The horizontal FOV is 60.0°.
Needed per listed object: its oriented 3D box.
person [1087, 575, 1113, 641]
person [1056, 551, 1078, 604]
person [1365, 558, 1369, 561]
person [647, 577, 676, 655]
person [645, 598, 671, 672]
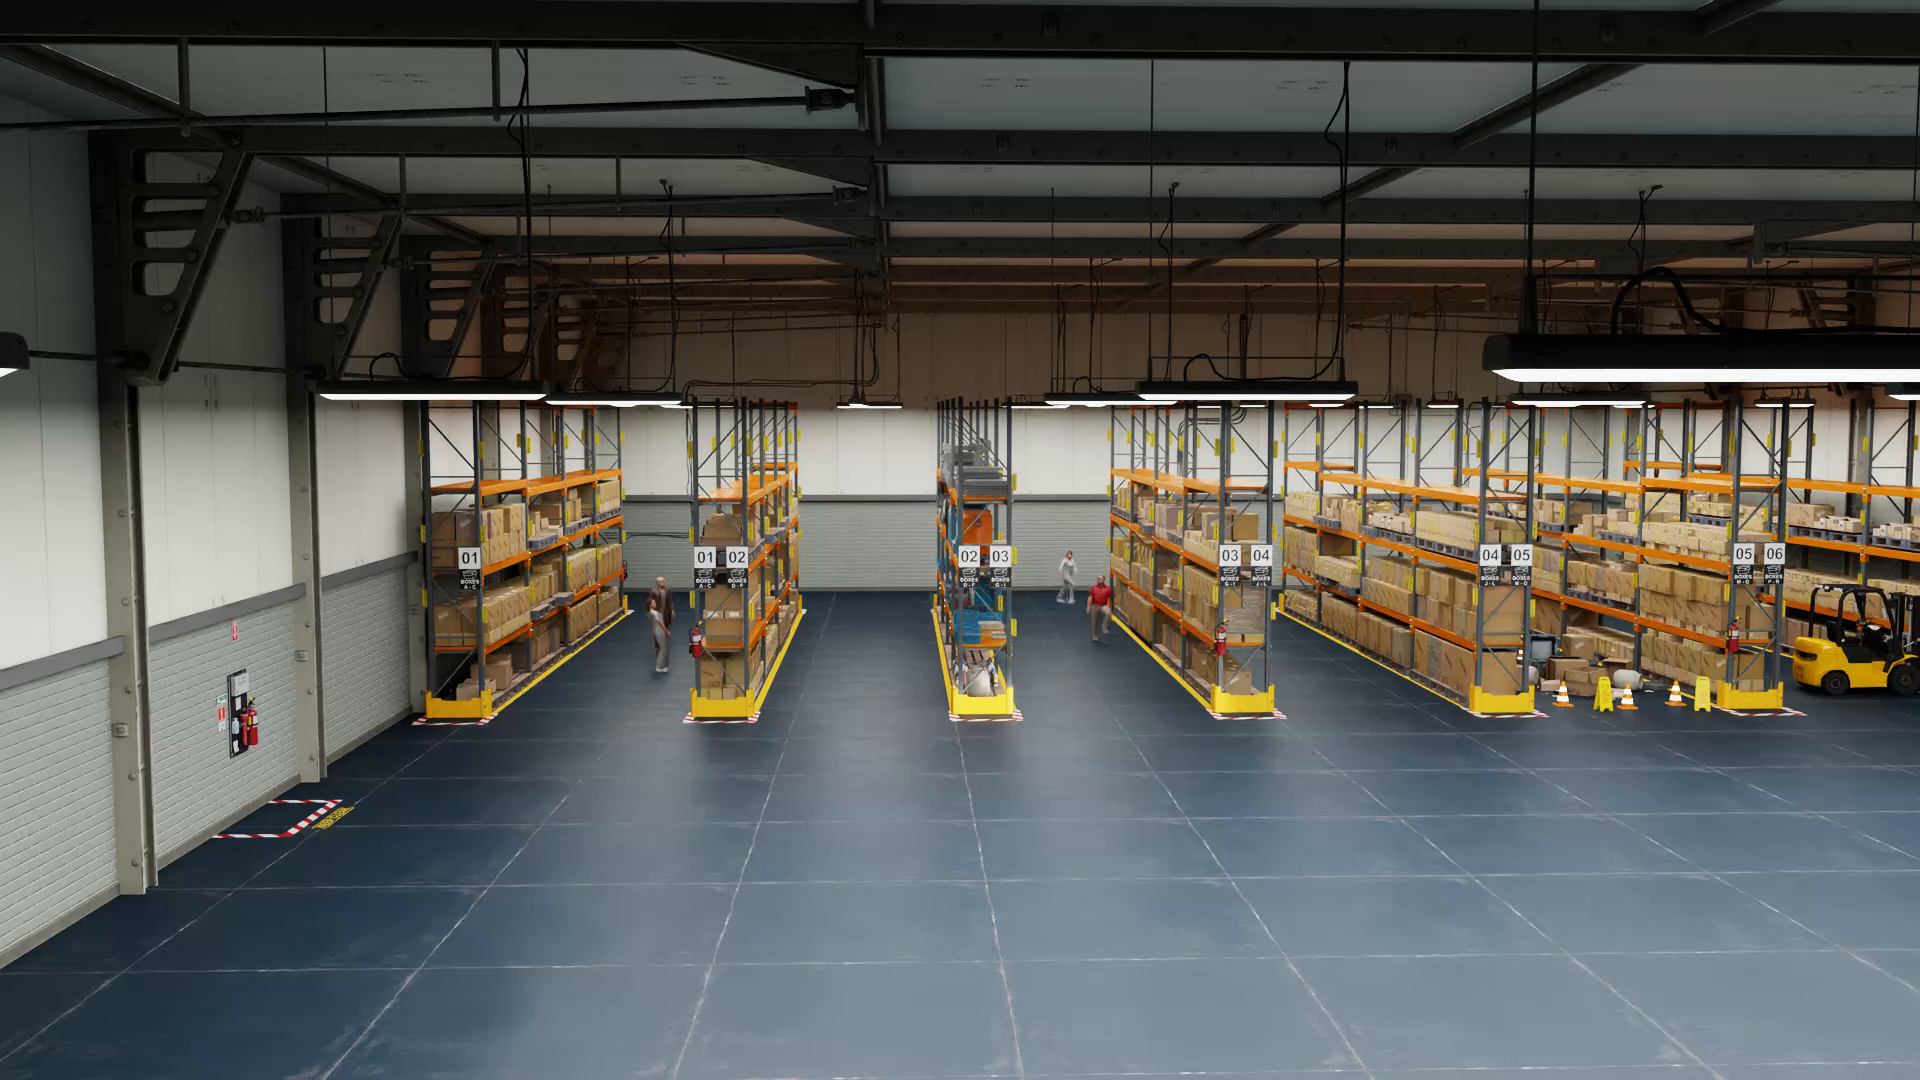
[{"bbox_3d":[3.446,1.696,41.013,0.659,1.656,0.966,0,4,-1],"label":"person"},{"bbox_3d":[3.220,1.120,49.750,0.692,1.605,0.391,2,5,24],"label":"person"},{"bbox_3d":[11.332,1.333,46.147,0.367,1.688,0.574,1,5,12],"label":"person"},{"bbox_3d":[-7.075,1.777,39.369,0.663,1.779,0.880,-1,4,-10],"label":"person"},{"bbox_3d":[-6.605,2.112,36.528,0.573,1.703,0.488,-2,5,-27],"label":"person"}]
